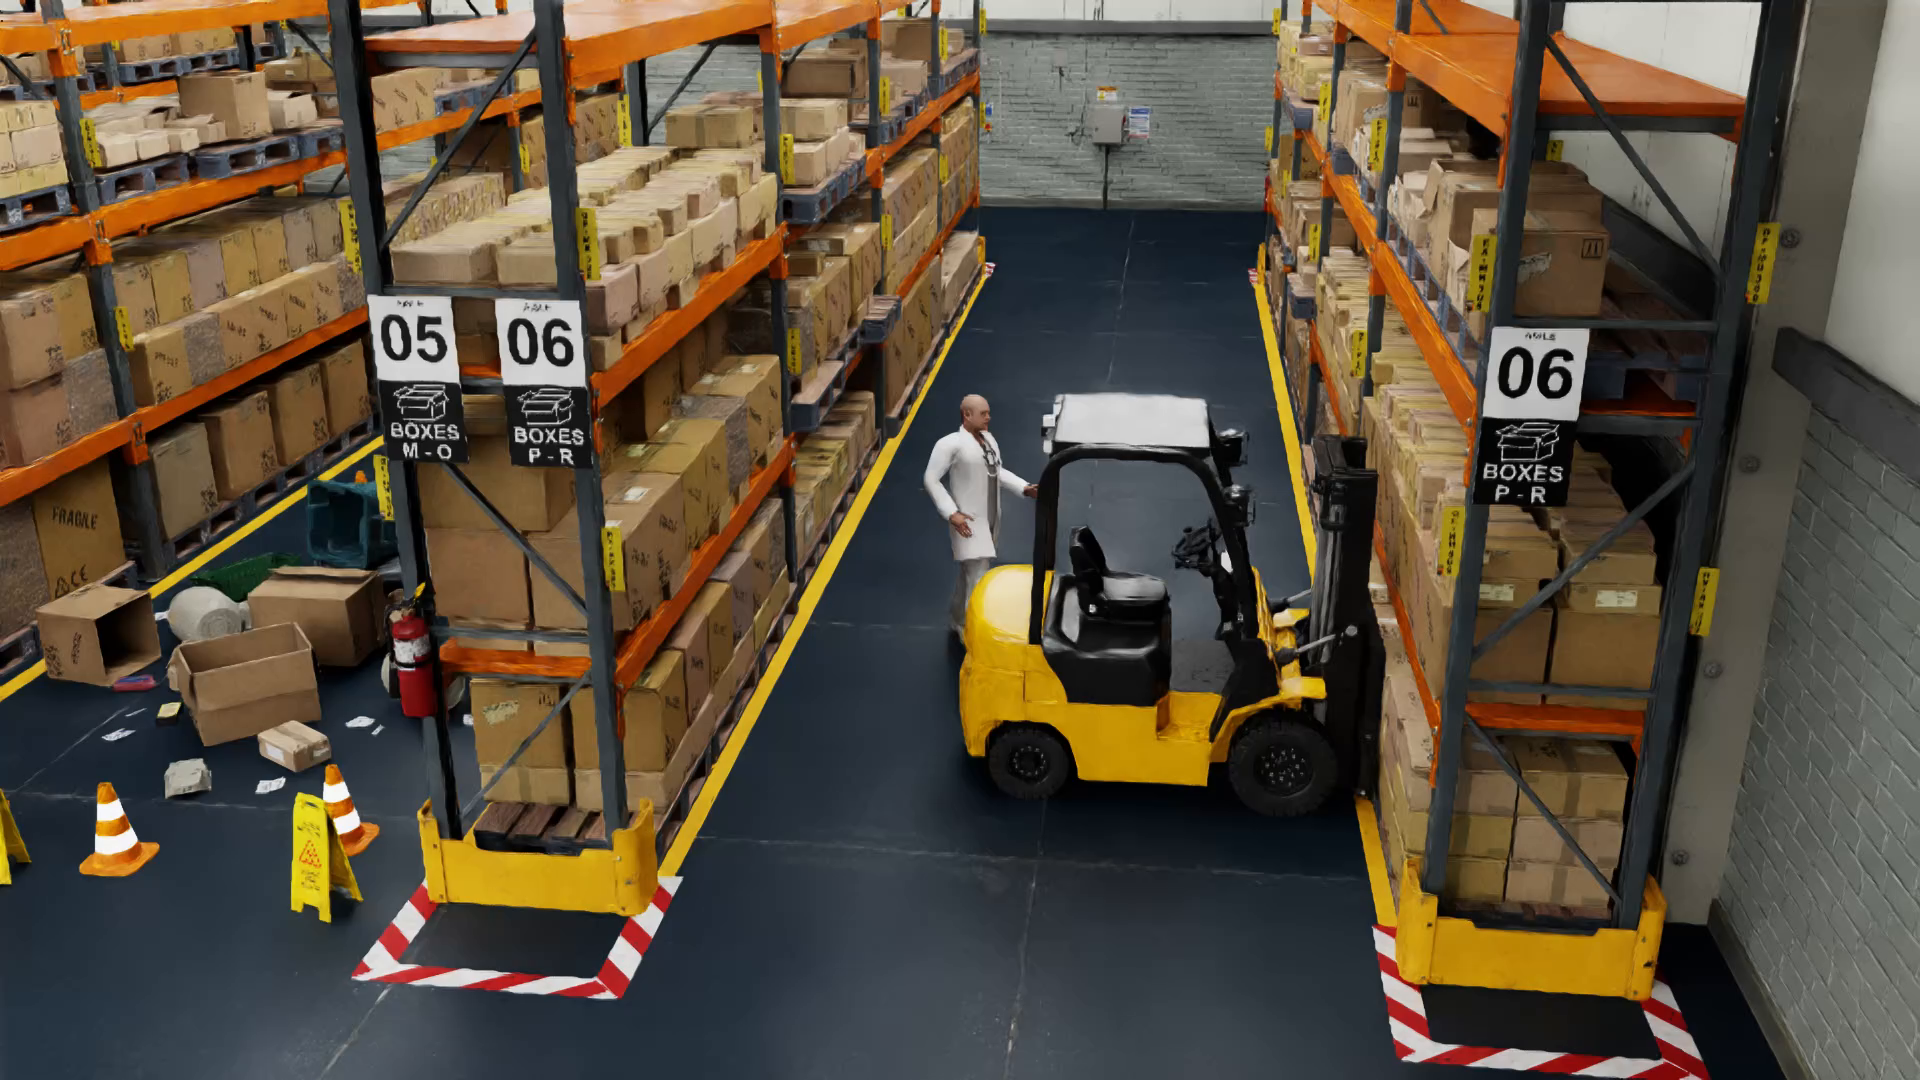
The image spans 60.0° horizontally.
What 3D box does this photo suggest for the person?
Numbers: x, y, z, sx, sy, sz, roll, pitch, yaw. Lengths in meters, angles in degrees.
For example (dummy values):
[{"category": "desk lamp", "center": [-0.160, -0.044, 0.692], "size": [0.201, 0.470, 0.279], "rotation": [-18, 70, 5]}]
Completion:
[{"category": "person", "center": [0.210, -0.066, 11.298], "size": [0.844, 1.799, 0.759], "rotation": [14, 25, 32]}]
